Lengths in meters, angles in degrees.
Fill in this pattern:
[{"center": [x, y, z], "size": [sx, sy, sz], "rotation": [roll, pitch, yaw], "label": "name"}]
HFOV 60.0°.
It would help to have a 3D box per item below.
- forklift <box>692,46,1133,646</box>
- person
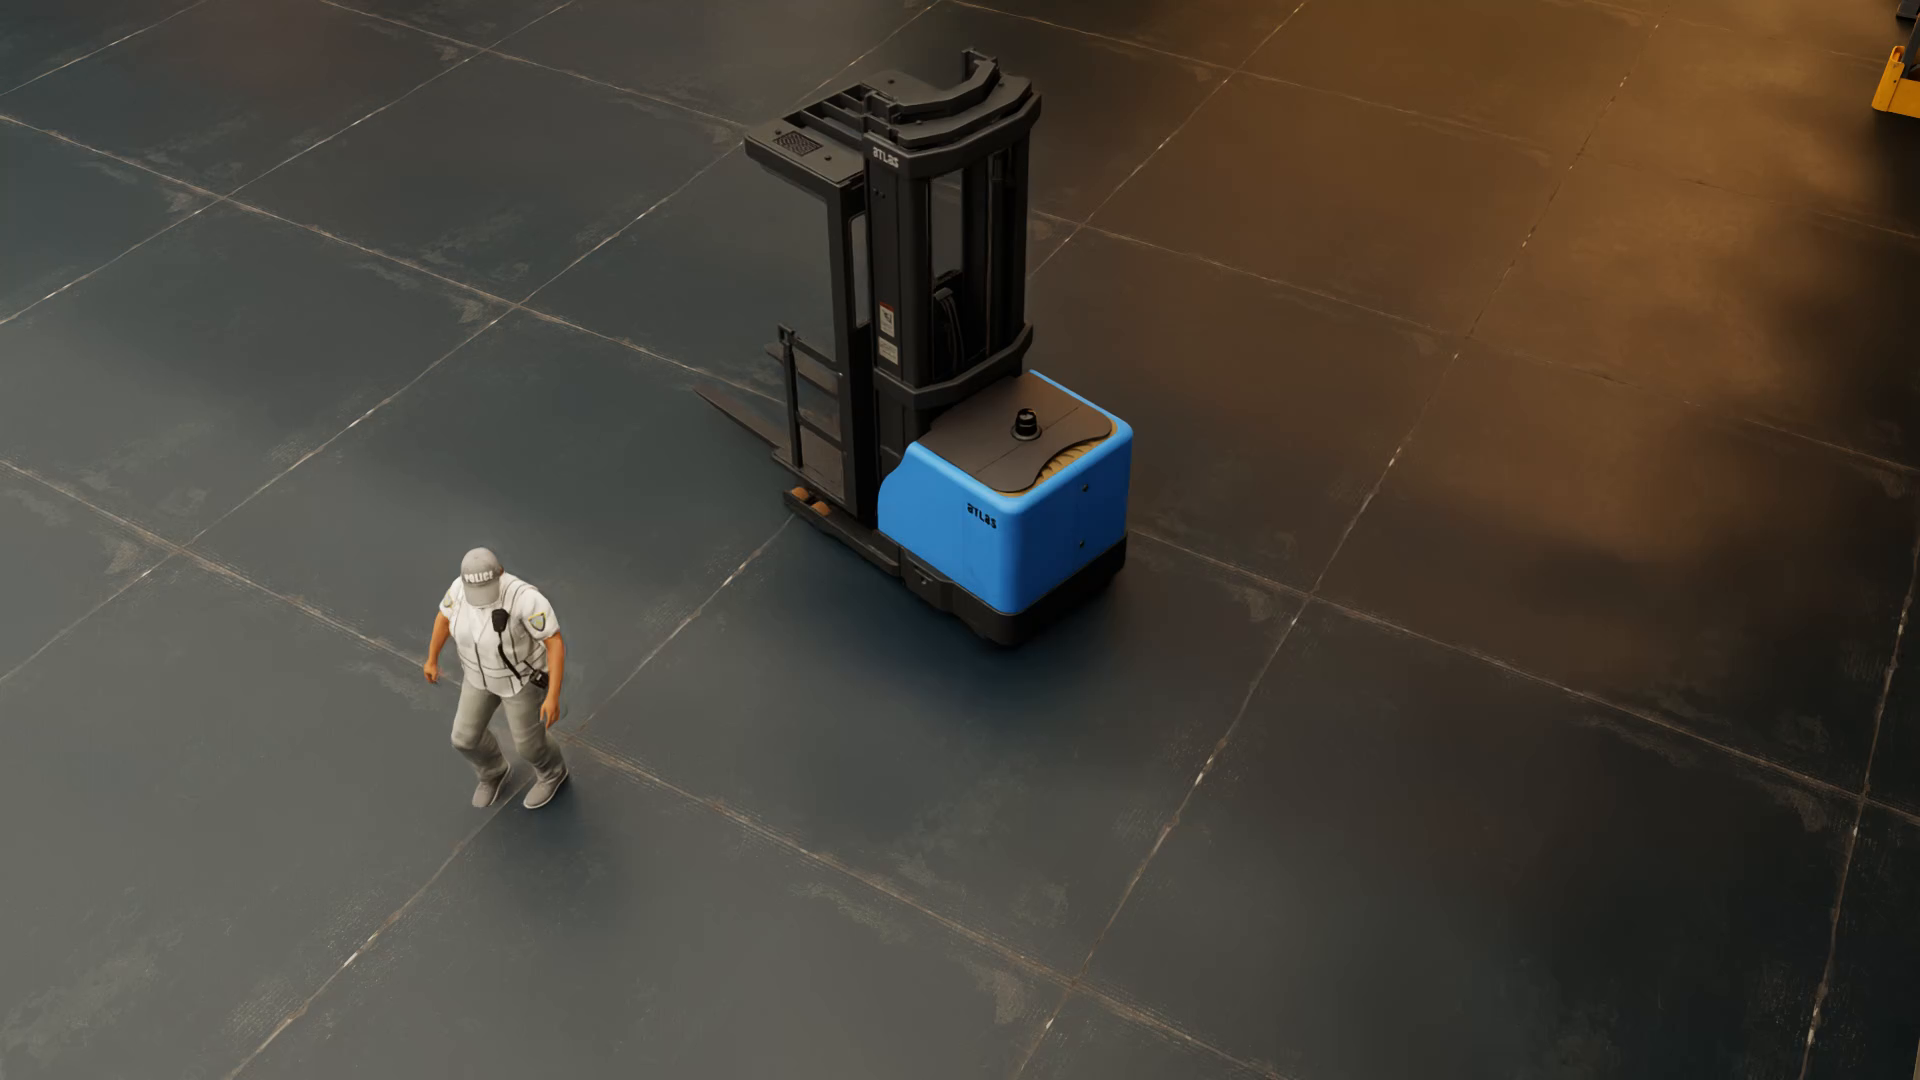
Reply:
[{"center": [-0.435, -1.379, 9.349], "size": [3.031, 2.935, 1.130], "rotation": [33, 52, 32], "label": "forklift"}, {"center": [-2.188, 0.694, 8.040], "size": [0.843, 1.685, 0.465], "rotation": [16, 44, 18], "label": "person"}]
